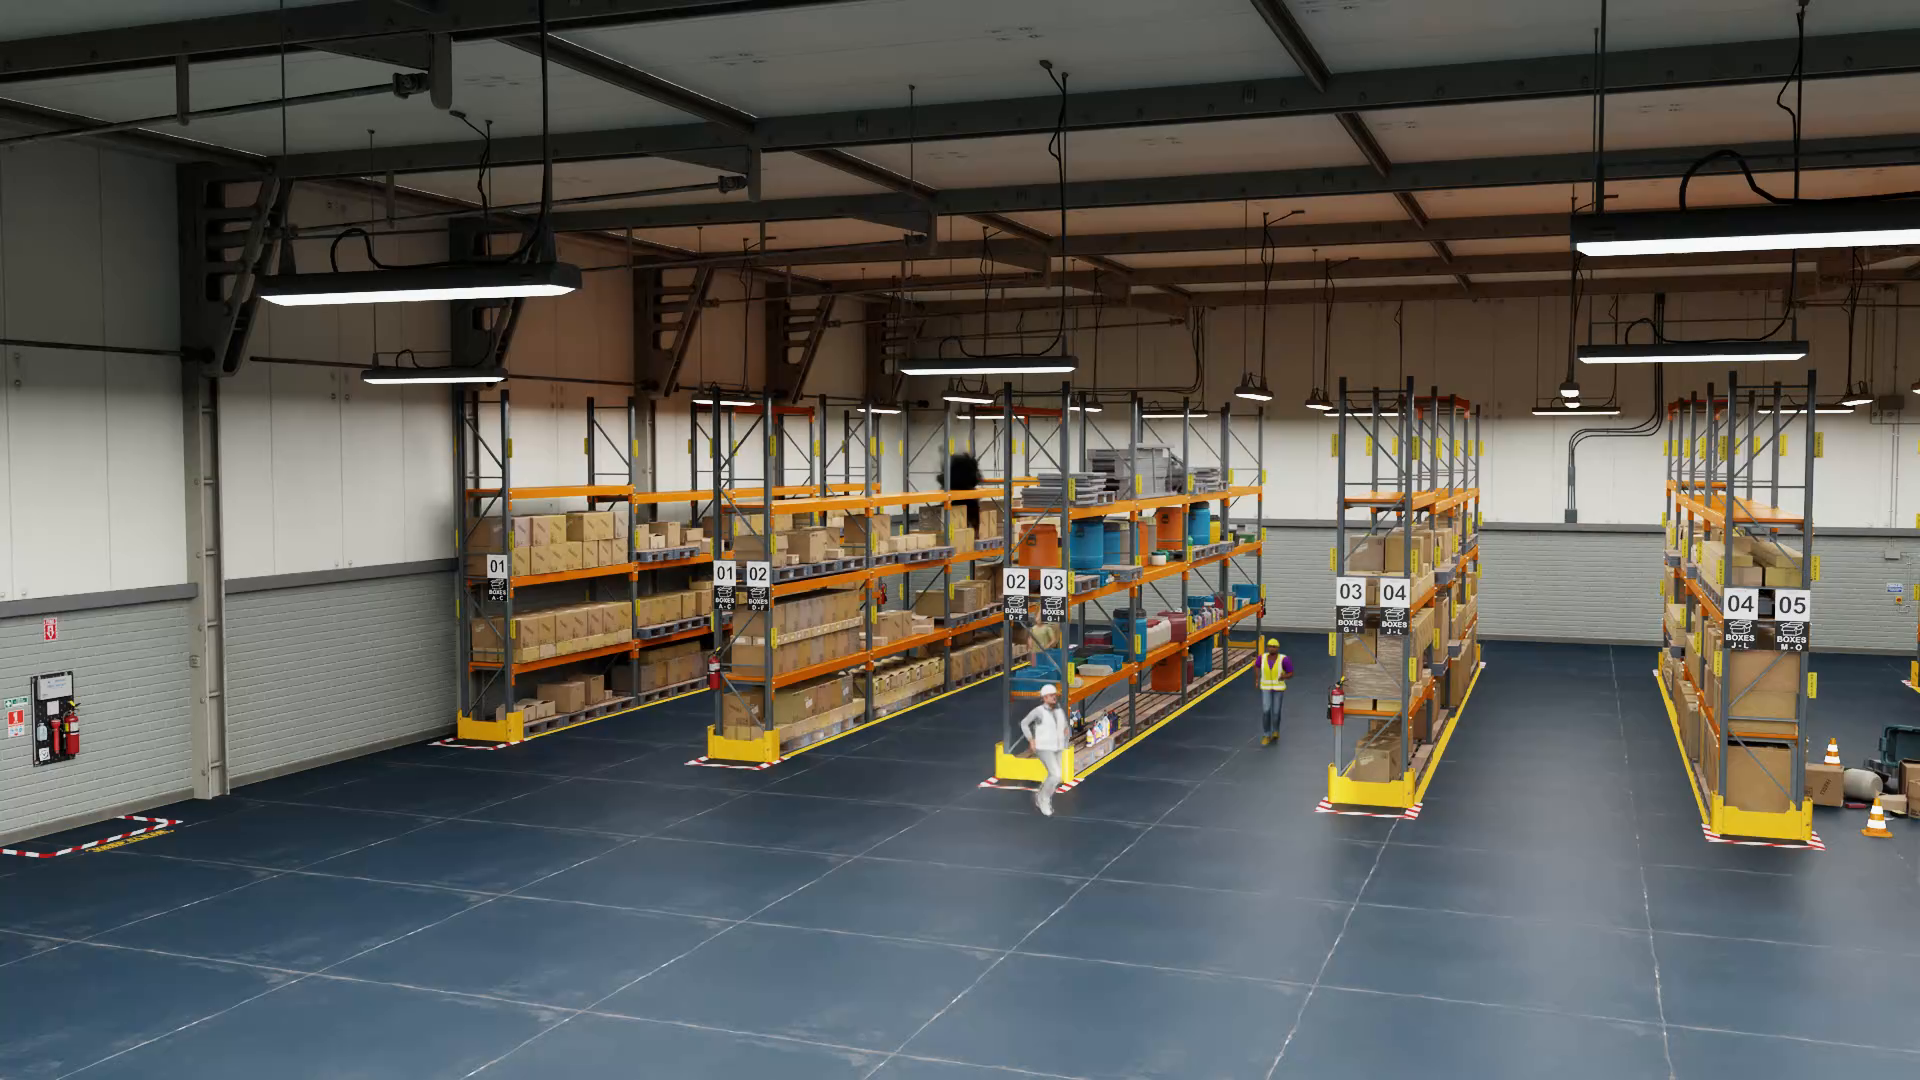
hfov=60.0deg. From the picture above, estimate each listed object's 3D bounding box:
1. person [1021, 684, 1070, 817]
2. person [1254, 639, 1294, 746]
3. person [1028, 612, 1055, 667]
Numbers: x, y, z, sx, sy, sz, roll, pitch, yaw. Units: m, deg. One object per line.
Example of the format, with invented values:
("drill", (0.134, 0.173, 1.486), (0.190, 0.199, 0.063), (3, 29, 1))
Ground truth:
("person", (1.235, 2.869, 22.718), (0.629, 1.783, 0.700), (-3, 4, -40))
("person", (5.324, 2.578, 28.224), (0.678, 1.827, 0.775), (1, 3, 13))
("person", (1.575, 2.228, 32.513), (0.593, 1.649, 0.770), (1, 3, 21))
